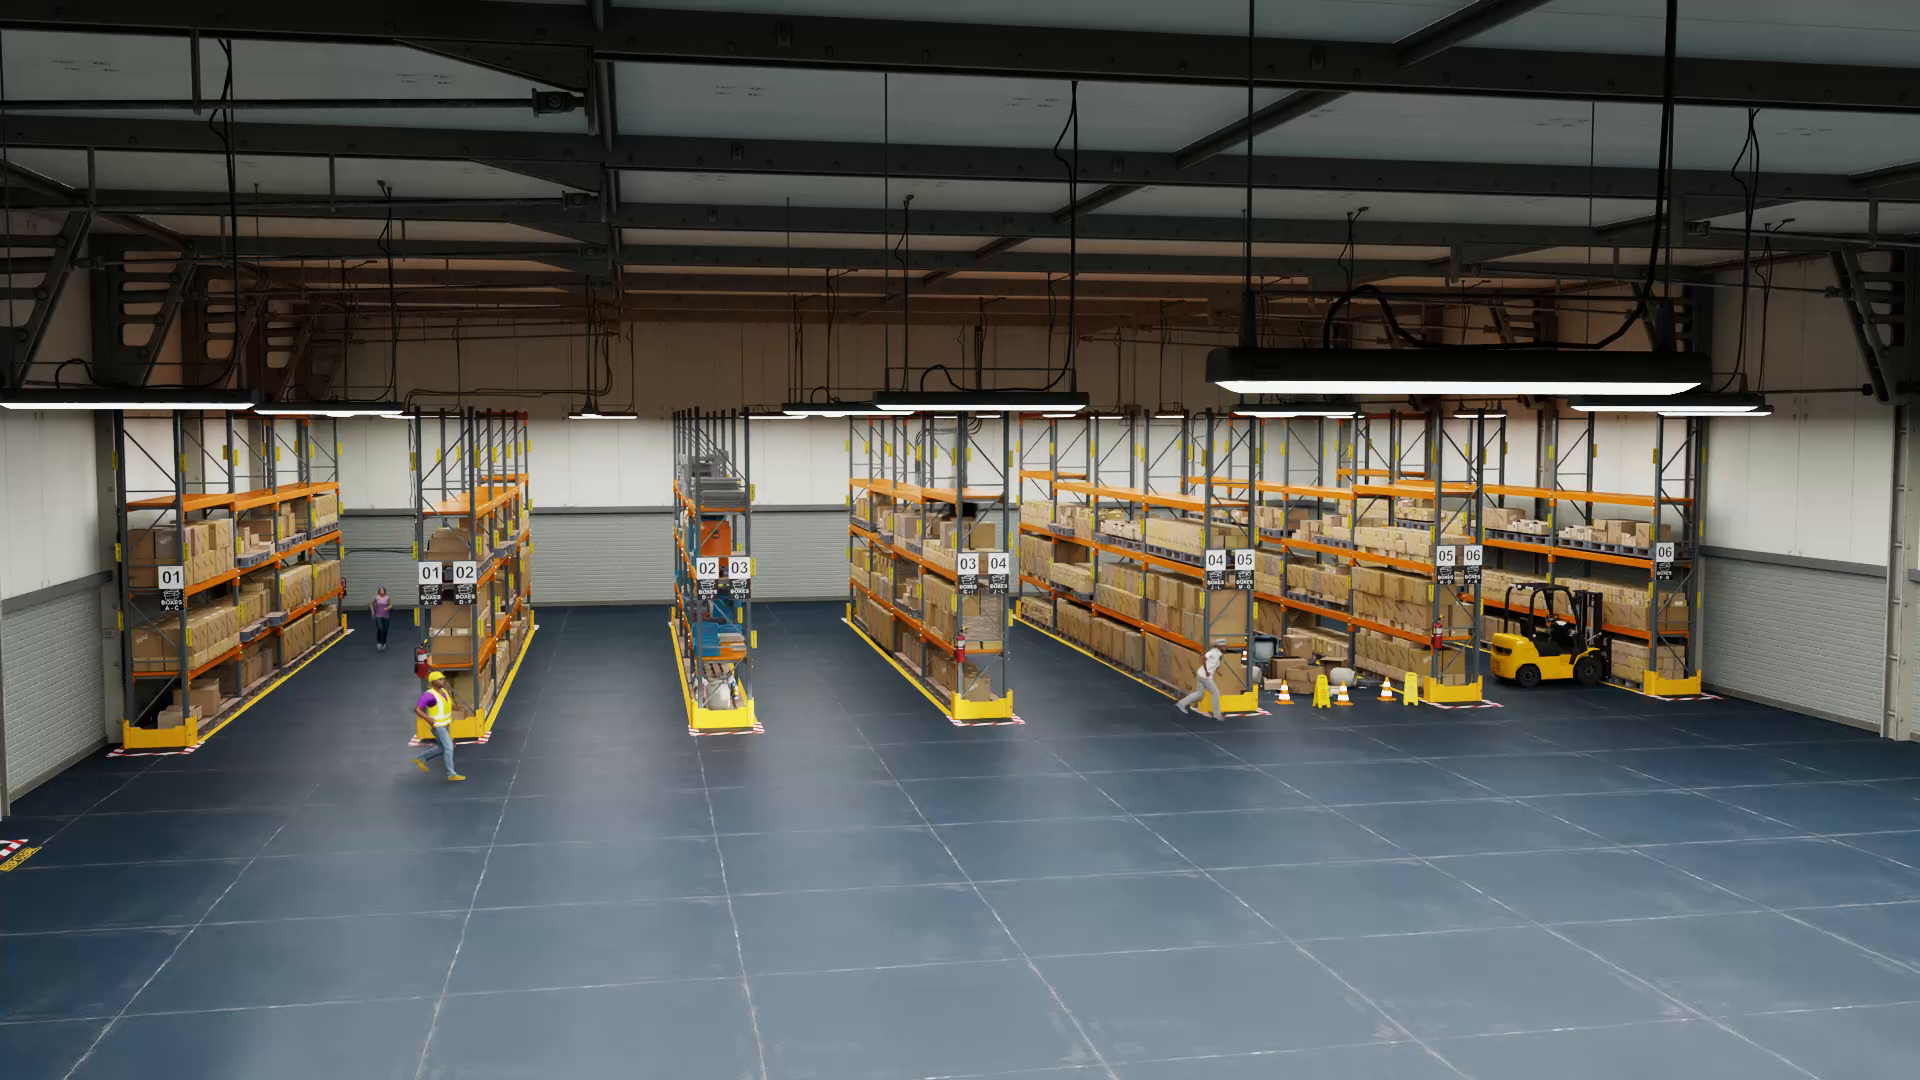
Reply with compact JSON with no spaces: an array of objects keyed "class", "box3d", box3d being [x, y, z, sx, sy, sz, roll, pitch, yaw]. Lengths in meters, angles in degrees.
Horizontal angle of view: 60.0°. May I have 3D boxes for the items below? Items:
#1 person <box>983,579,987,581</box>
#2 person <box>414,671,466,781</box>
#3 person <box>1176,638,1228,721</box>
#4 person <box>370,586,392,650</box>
[{"class":"person","box3d":[0.414,1.490,48.390,0.770,1.581,0.568,1,4,15]},{"class":"person","box3d":[-8.317,2.960,26.506,0.926,1.744,0.713,1,4,9]},{"class":"person","box3d":[4.646,2.685,31.917,0.972,1.627,0.612,1,4,16]},{"class":"person","box3d":[-14.482,1.964,41.654,0.506,1.585,0.662,-2,5,-26]}]
